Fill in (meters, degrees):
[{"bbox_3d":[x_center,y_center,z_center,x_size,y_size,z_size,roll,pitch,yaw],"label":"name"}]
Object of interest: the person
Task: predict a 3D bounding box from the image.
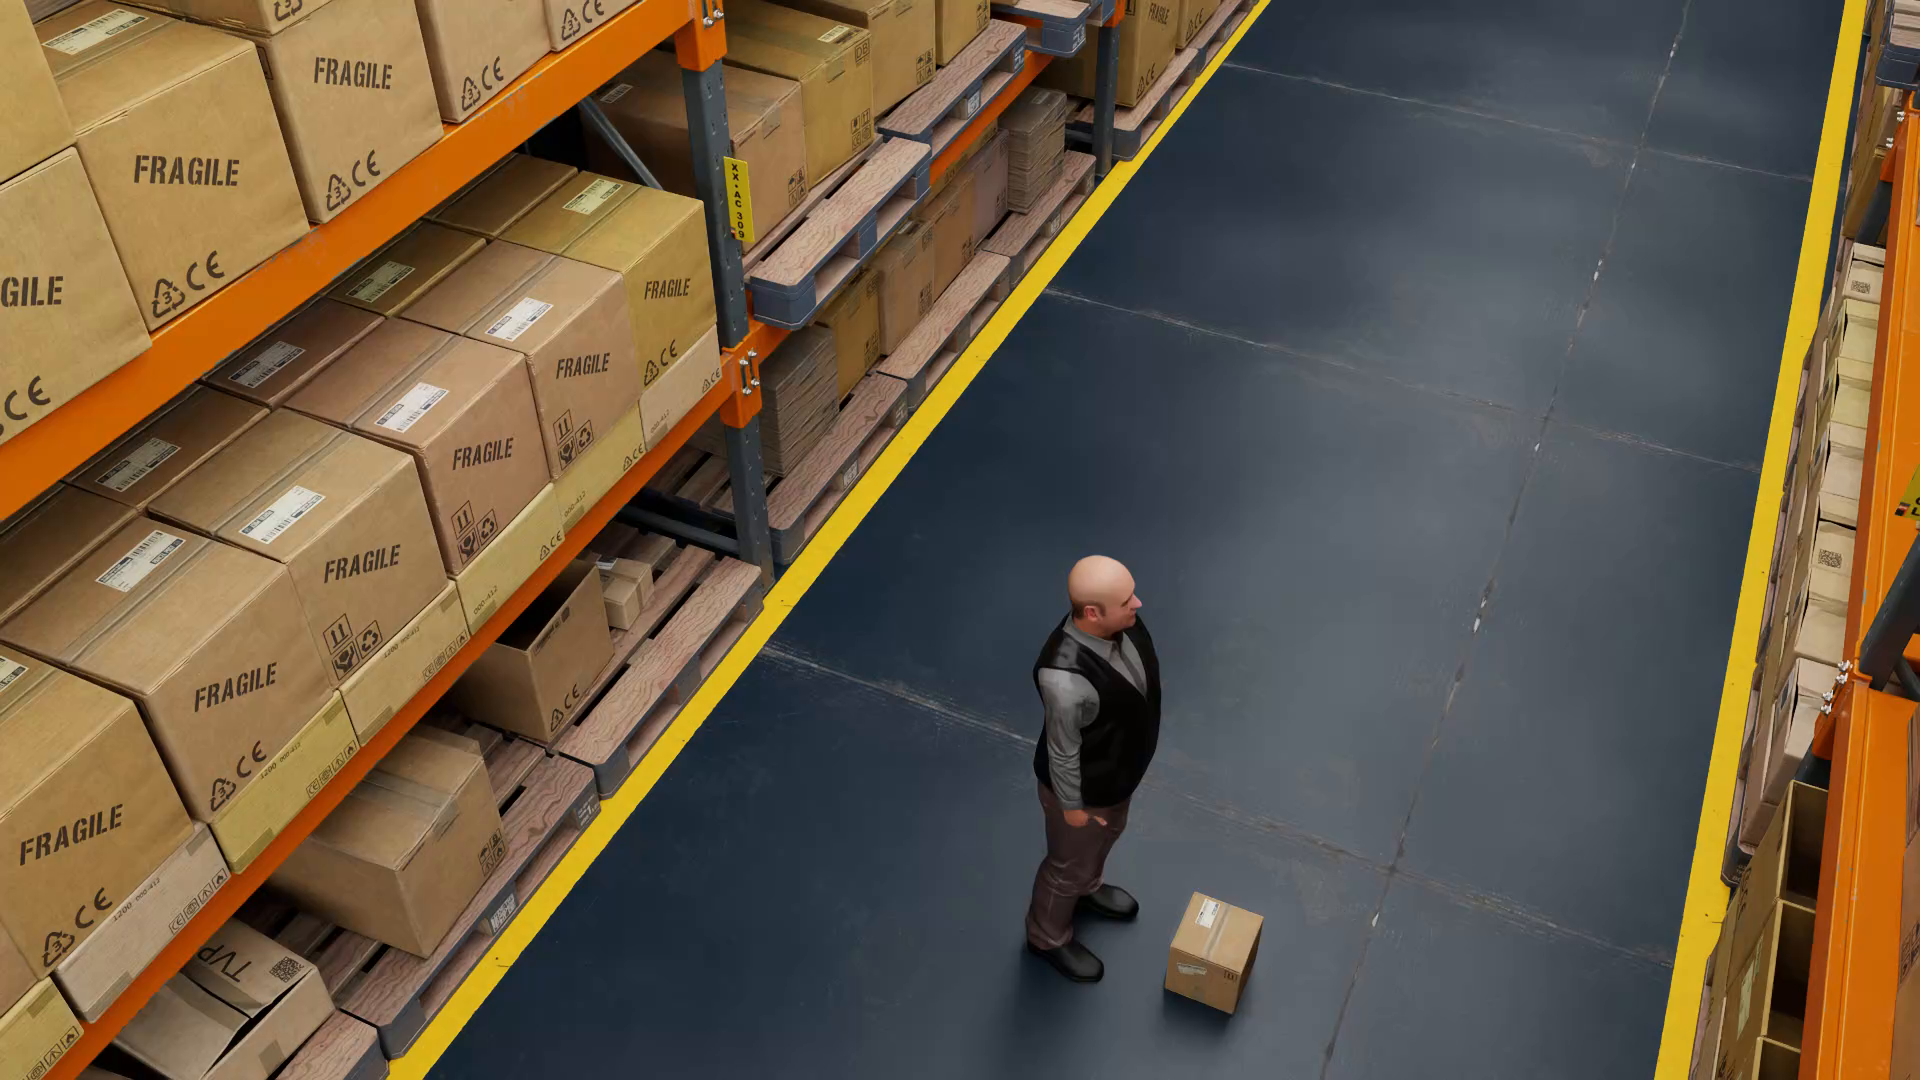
[{"bbox_3d":[0.441,0.723,5.375,0.359,1.723,0.531,18,45,19],"label":"person"}]
